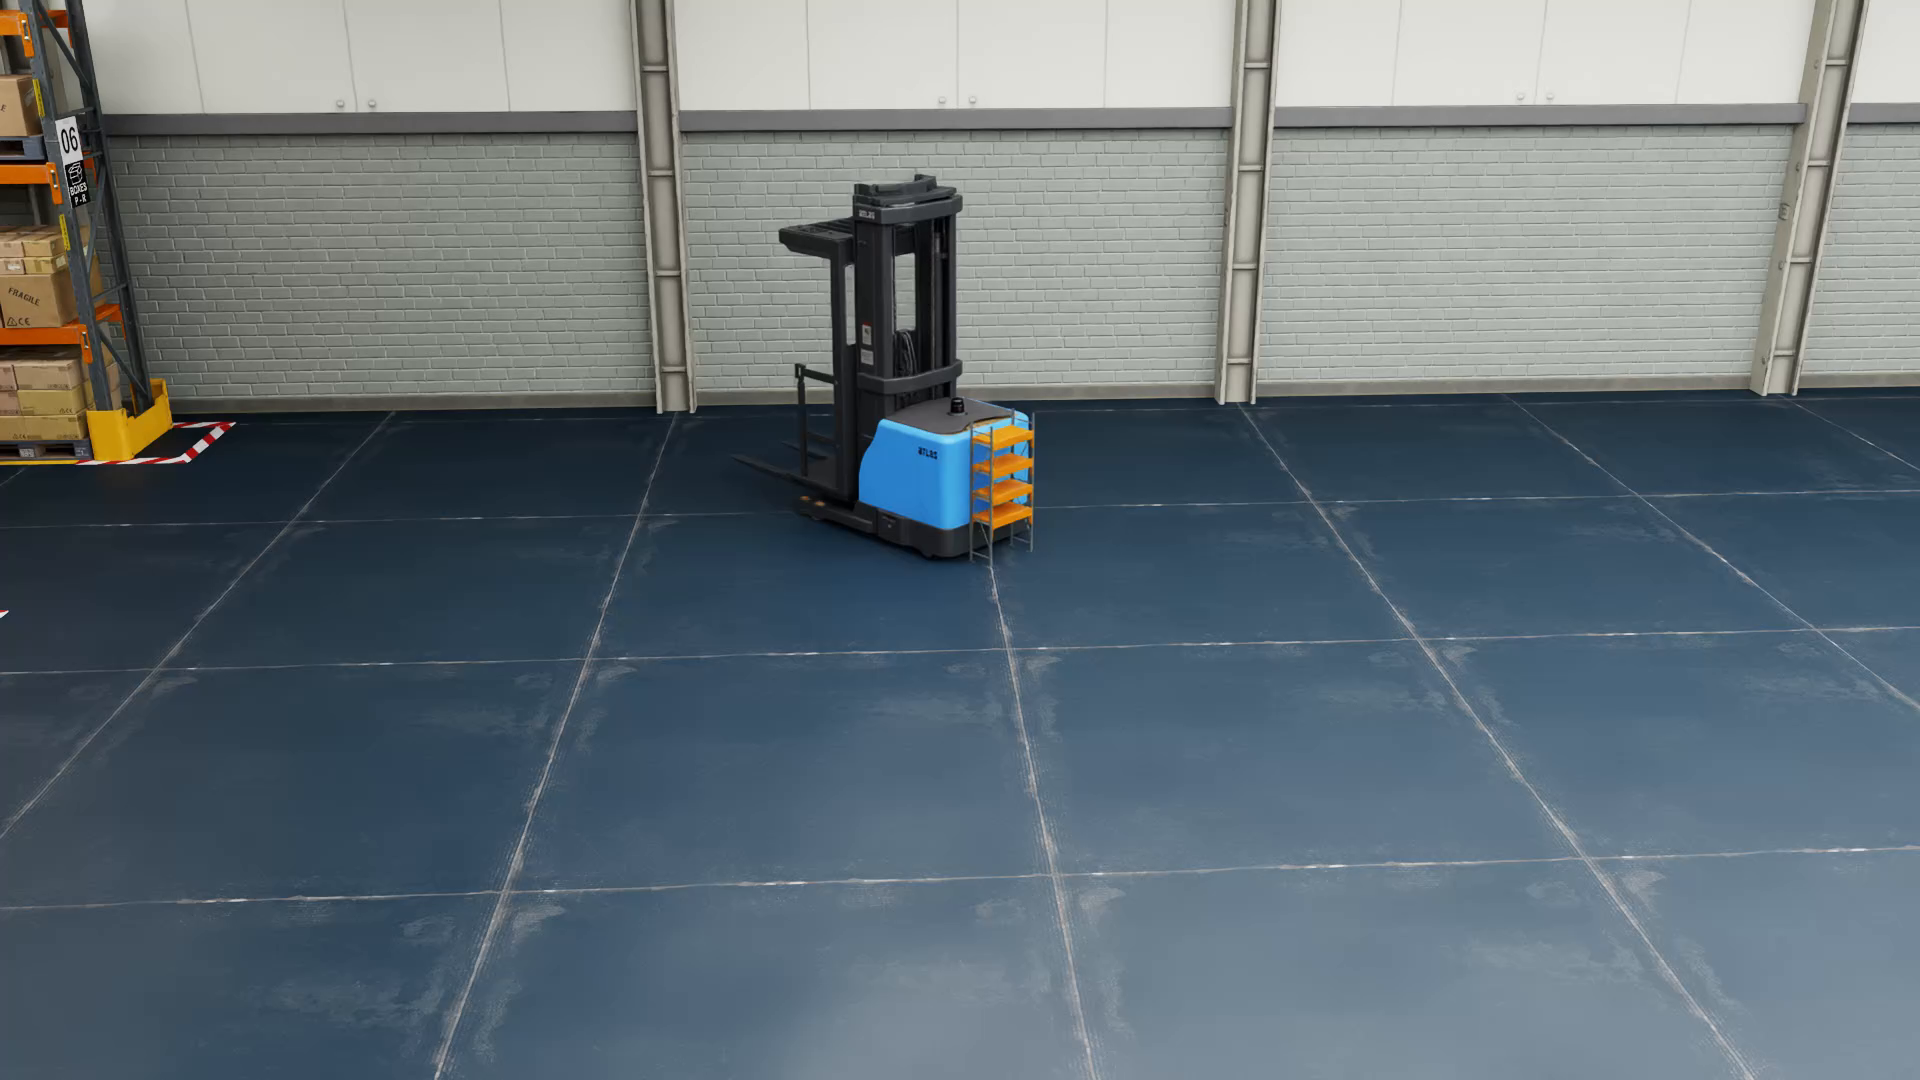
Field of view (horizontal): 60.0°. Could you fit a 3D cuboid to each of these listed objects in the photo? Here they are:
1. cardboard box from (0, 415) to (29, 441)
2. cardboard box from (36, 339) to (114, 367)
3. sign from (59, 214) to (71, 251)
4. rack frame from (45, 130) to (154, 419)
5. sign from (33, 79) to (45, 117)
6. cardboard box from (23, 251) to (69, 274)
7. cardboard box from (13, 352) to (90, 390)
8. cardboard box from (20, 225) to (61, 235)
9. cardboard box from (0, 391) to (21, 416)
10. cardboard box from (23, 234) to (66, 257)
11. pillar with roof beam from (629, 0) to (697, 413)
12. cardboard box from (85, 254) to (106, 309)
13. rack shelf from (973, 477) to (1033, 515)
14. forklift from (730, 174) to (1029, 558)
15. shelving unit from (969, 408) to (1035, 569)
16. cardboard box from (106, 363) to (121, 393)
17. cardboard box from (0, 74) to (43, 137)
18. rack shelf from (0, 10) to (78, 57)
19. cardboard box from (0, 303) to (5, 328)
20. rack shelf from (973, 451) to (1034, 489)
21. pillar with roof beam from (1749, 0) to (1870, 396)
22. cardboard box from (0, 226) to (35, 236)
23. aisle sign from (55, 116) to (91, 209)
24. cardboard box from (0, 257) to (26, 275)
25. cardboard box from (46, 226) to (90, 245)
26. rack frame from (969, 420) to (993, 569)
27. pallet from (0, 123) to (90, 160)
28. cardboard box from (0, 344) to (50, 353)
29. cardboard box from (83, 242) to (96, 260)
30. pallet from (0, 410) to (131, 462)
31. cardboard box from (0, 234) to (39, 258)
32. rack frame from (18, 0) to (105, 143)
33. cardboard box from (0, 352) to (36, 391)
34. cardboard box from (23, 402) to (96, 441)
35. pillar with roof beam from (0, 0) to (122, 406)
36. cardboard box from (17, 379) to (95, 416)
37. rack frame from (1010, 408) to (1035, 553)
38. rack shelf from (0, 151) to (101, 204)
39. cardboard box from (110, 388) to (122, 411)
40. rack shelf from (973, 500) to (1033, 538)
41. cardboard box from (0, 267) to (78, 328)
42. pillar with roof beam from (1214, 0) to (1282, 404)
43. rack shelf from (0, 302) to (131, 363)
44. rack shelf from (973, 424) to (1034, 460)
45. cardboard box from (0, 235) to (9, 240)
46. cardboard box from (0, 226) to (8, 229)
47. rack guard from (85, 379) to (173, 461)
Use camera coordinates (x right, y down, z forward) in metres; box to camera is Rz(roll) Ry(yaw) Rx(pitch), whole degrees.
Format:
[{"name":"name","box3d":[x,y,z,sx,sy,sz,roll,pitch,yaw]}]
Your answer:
[{"name":"cardboard box","box3d":[-9.204,-1.153,16.139,0.500,0.250,0.500,-1,21,-3]},{"name":"cardboard box","box3d":[-8.747,-1.806,16.449,0.500,0.250,0.500,-1,21,-4]},{"name":"sign","box3d":[-8.239,-2.829,15.306,0.005,0.325,0.100,-1,21,-3]},{"name":"rack frame","box3d":[-8.256,-2.370,16.062,0.127,3.000,1.000,-1,21,-3]},{"name":"sign","box3d":[-8.239,-3.956,14.877,0.005,0.325,0.100,-1,21,-3]},{"name":"cardboard box","box3d":[-8.586,-2.613,15.648,0.250,0.149,0.380,-1,21,-2]},{"name":"cardboard box","box3d":[-8.698,-1.628,15.983,0.500,0.250,0.500,0,21,-1]},{"name":"cardboard box","box3d":[-8.873,-2.945,16.101,0.250,0.149,0.380,0,21,-1]},{"name":"cardboard box","box3d":[-9.225,-1.388,16.053,0.500,0.250,0.500,-1,21,-4]},{"name":"cardboard box","box3d":[-8.602,-2.777,15.660,0.250,0.149,0.380,-1,21,-3]},{"name":"pillar with roof beam","box3d":[-2.767,-4.072,12.101,0.400,9.000,9.100,-1,21,-3]},{"name":"cardboard box","box3d":[-8.766,-2.505,16.276,0.500,0.500,0.500,0,21,-1]},{"name":"rack shelf","box3d":[0.339,-0.359,13.496,0.258,0.148,0.480,19,28,41]},{"name":"forklift","box3d":[-0.824,-1.654,14.277,3.031,2.935,1.130,19,28,41]},{"name":"shelving unit","box3d":[0.339,-0.421,13.472,0.258,1.200,0.503,19,28,41]},{"name":"cardboard box","box3d":[-8.737,-1.579,16.556,0.500,0.250,0.500,-1,21,-2]},{"name":"cardboard box","box3d":[-8.684,-3.966,15.167,0.500,0.500,0.500,0,21,-1]},{"name":"rack shelf","box3d":[-10.253,-4.610,15.087,4.000,0.370,1.077,-1,21,-3]},{"name":"cardboard box","box3d":[-9.251,-2.306,15.753,0.500,0.500,0.500,-1,21,-1]},{"name":"rack shelf","box3d":[0.339,-0.568,13.417,0.258,0.148,0.480,19,28,41]},{"name":"pillar with roof beam","box3d":[9.214,-4.316,12.741,0.400,9.000,9.100,-1,21,-3]},{"name":"cardboard box","box3d":[-9.130,-2.924,16.047,0.250,0.149,0.380,-1,21,-2]},{"name":"aisle sign","box3d":[-8.174,-3.482,15.328,0.004,0.787,0.394,-1,21,-3]},{"name":"cardboard box","box3d":[-8.840,-2.598,15.607,0.250,0.149,0.380,-1,21,-2]},{"name":"cardboard box","box3d":[-8.604,-2.928,16.057,0.250,0.149,0.380,-2,21,-4]},{"name":"rack frame","box3d":[0.169,-0.359,13.309,0.240,1.200,0.015,19,28,41]},{"name":"pallet","box3d":[-8.963,-3.725,15.530,1.213,0.211,1.003,-1,21,-3]},{"name":"cardboard box","box3d":[-9.245,-1.795,16.419,0.500,0.250,0.500,-1,21,-3]},{"name":"cardboard box","box3d":[-8.610,-2.805,16.152,0.250,0.149,0.380,-2,21,-4]},{"name":"pallet","box3d":[-9.017,-1.036,16.478,1.213,0.211,1.003,-1,21,-3]},{"name":"cardboard box","box3d":[-8.846,-2.761,15.618,0.250,0.149,0.380,-1,21,-3]},{"name":"rack frame","box3d":[-8.256,-5.174,14.994,0.127,3.000,1.000,-1,21,-3]},{"name":"cardboard box","box3d":[-9.207,-1.616,15.950,0.500,0.250,0.500,-1,21,-2]},{"name":"cardboard box","box3d":[-8.707,-1.159,16.156,0.500,0.250,0.500,-1,21,-3]},{"name":"pillar with roof beam","box3d":[-8.757,-3.950,11.781,0.400,9.000,9.100,-1,21,-3]},{"name":"cardboard box","box3d":[-8.724,-1.394,16.069,0.500,0.250,0.500,-1,21,-4]},{"name":"rack frame","box3d":[0.509,-0.484,13.636,0.240,1.200,0.015,19,28,41]},{"name":"rack shelf","box3d":[-10.253,-3.395,15.549,4.000,0.370,1.077,-1,21,-3]},{"name":"cardboard box","box3d":[-8.758,-1.341,16.632,0.500,0.250,0.500,-1,21,-3]},{"name":"rack shelf","box3d":[0.338,-0.173,13.567,0.258,0.148,0.480,19,28,41]},{"name":"cardboard box","box3d":[-8.732,-2.313,15.772,0.500,0.500,0.500,-2,21,-4]},{"name":"pillar with roof beam","box3d":[3.224,-4.194,12.421,0.400,9.000,9.100,-1,21,-3]},{"name":"rack shelf","box3d":[-10.253,-1.993,16.083,4.000,0.370,1.077,-1,21,-3]},{"name":"rack shelf","box3d":[0.339,-0.789,13.332,0.258,0.148,0.480,19,28,41]},{"name":"cardboard box","box3d":[-9.106,-2.746,15.578,0.250,0.149,0.380,-1,21,-2]},{"name":"cardboard box","box3d":[-9.377,-2.924,16.048,0.250,0.149,0.380,-1,21,-3]},{"name":"rack guard","box3d":[-8.232,-1.202,16.508,0.348,0.500,1.175,-1,21,-3]}]
